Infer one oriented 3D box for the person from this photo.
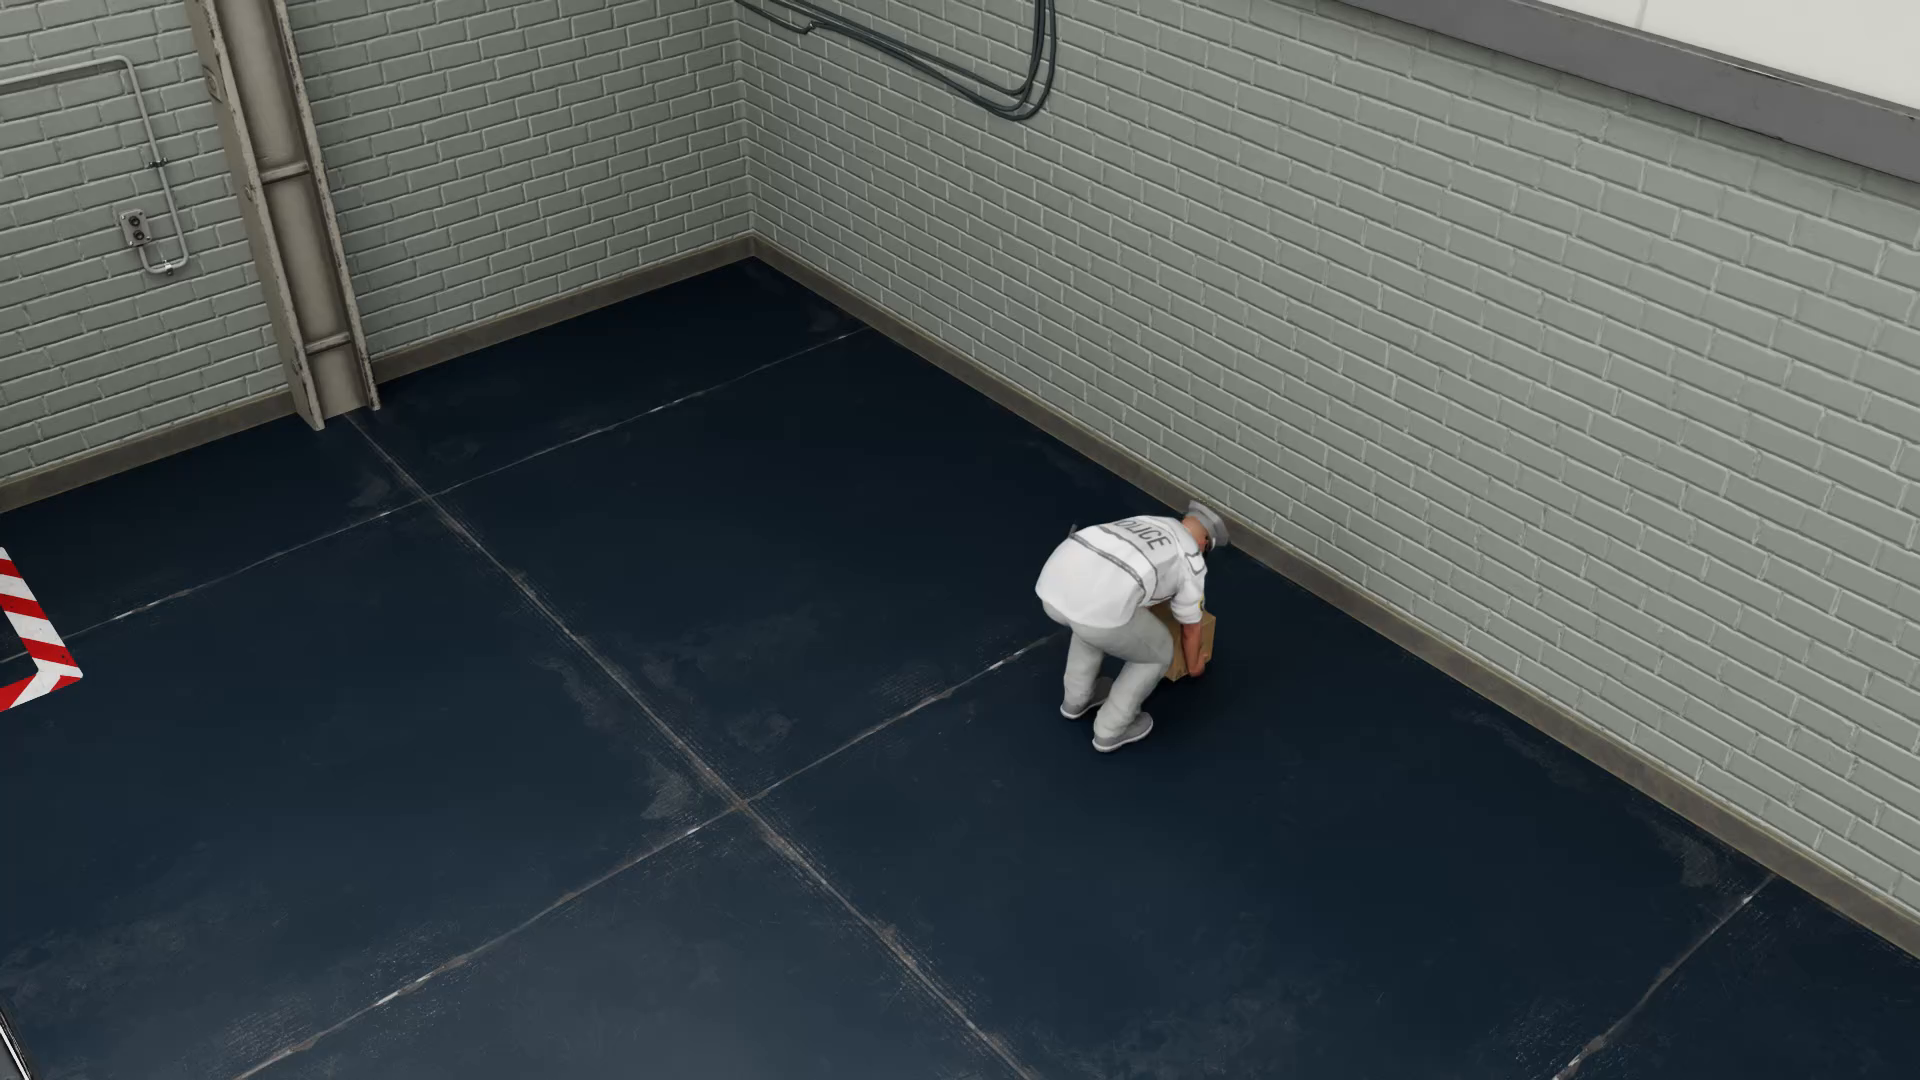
[{"bbox_3d":[0.777,0.321,7.254,1.030,1.021,0.516,-28,44,-34],"label":"person"}]
